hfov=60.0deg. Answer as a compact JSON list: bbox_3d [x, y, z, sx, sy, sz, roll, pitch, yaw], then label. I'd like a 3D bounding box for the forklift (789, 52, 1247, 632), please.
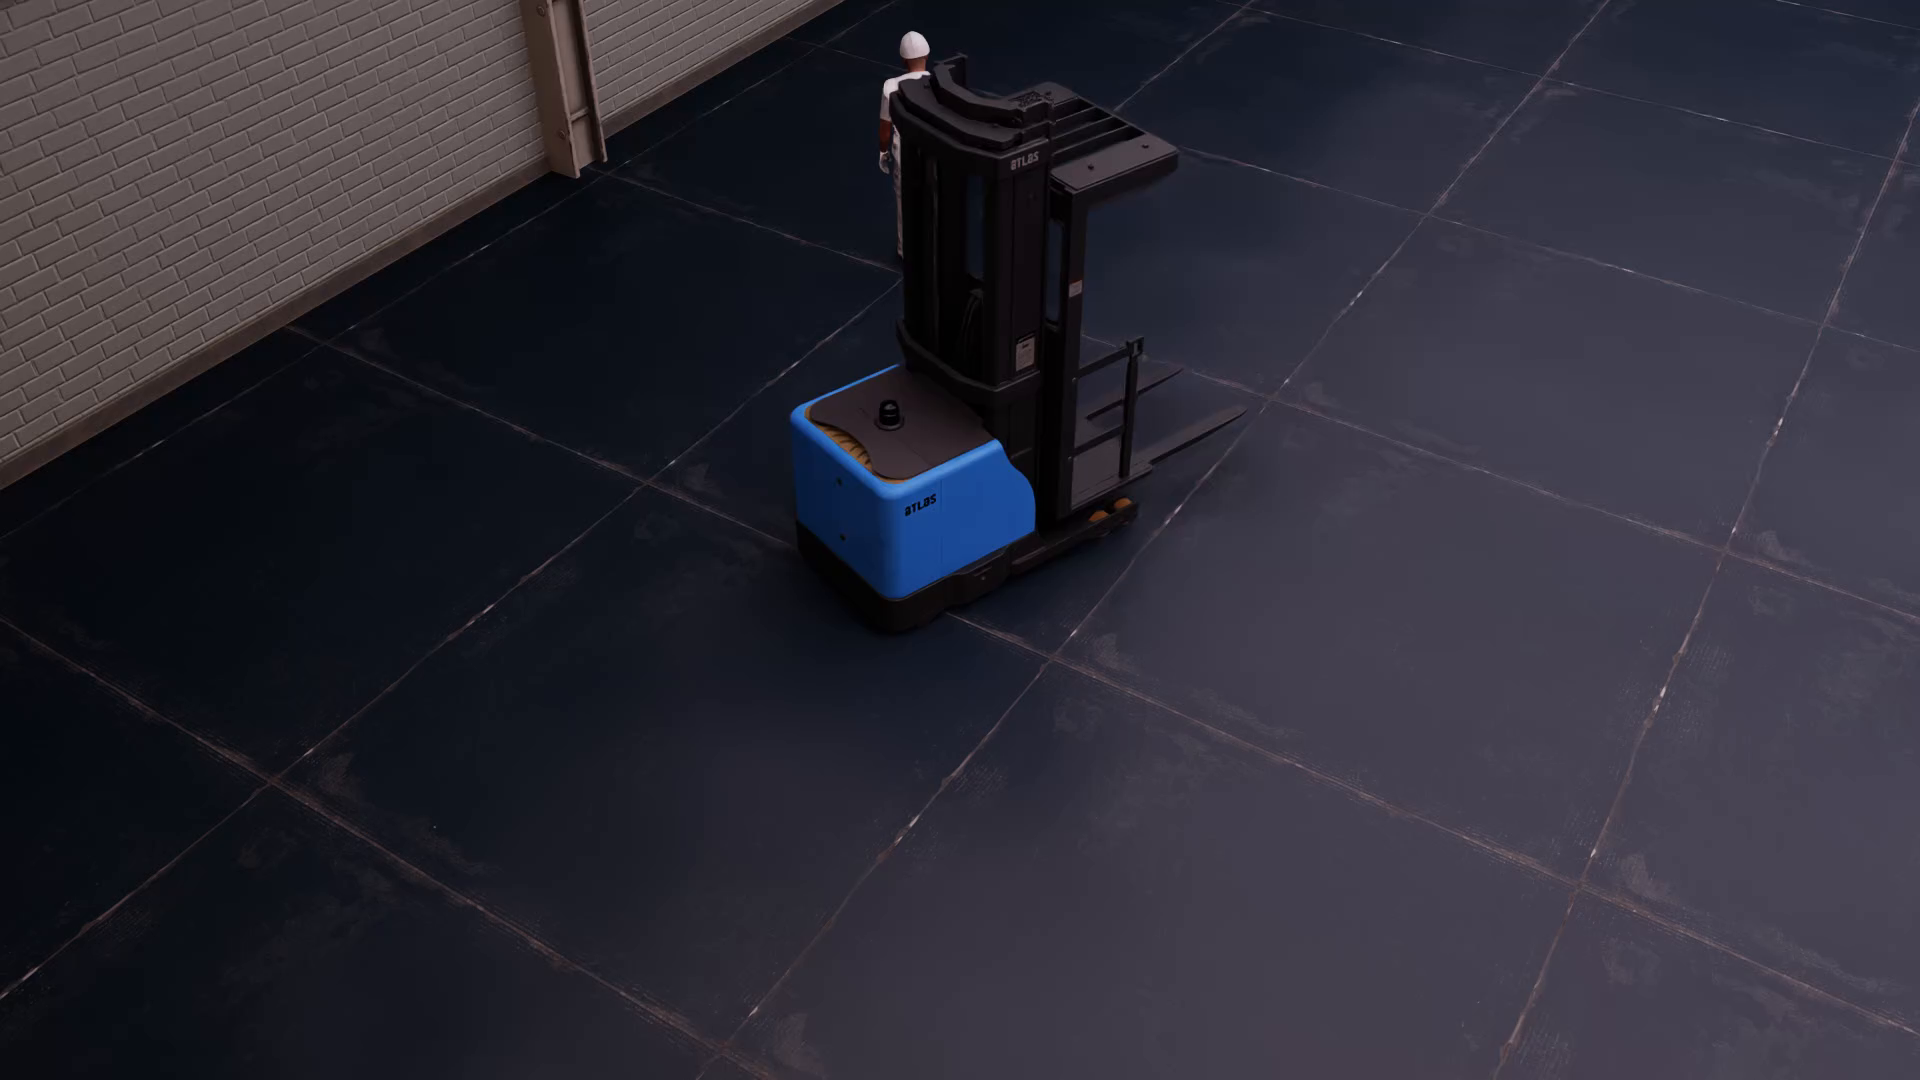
[{"bbox_3d":[0.486,-1.379,9.594,3.031,2.935,1.130,-27,47,-28],"label":"forklift"}]

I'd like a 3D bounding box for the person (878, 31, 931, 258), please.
[{"bbox_3d":[-0.289,-2.853,12.232,0.623,1.773,0.451,-4,40,-5],"label":"person"}]
